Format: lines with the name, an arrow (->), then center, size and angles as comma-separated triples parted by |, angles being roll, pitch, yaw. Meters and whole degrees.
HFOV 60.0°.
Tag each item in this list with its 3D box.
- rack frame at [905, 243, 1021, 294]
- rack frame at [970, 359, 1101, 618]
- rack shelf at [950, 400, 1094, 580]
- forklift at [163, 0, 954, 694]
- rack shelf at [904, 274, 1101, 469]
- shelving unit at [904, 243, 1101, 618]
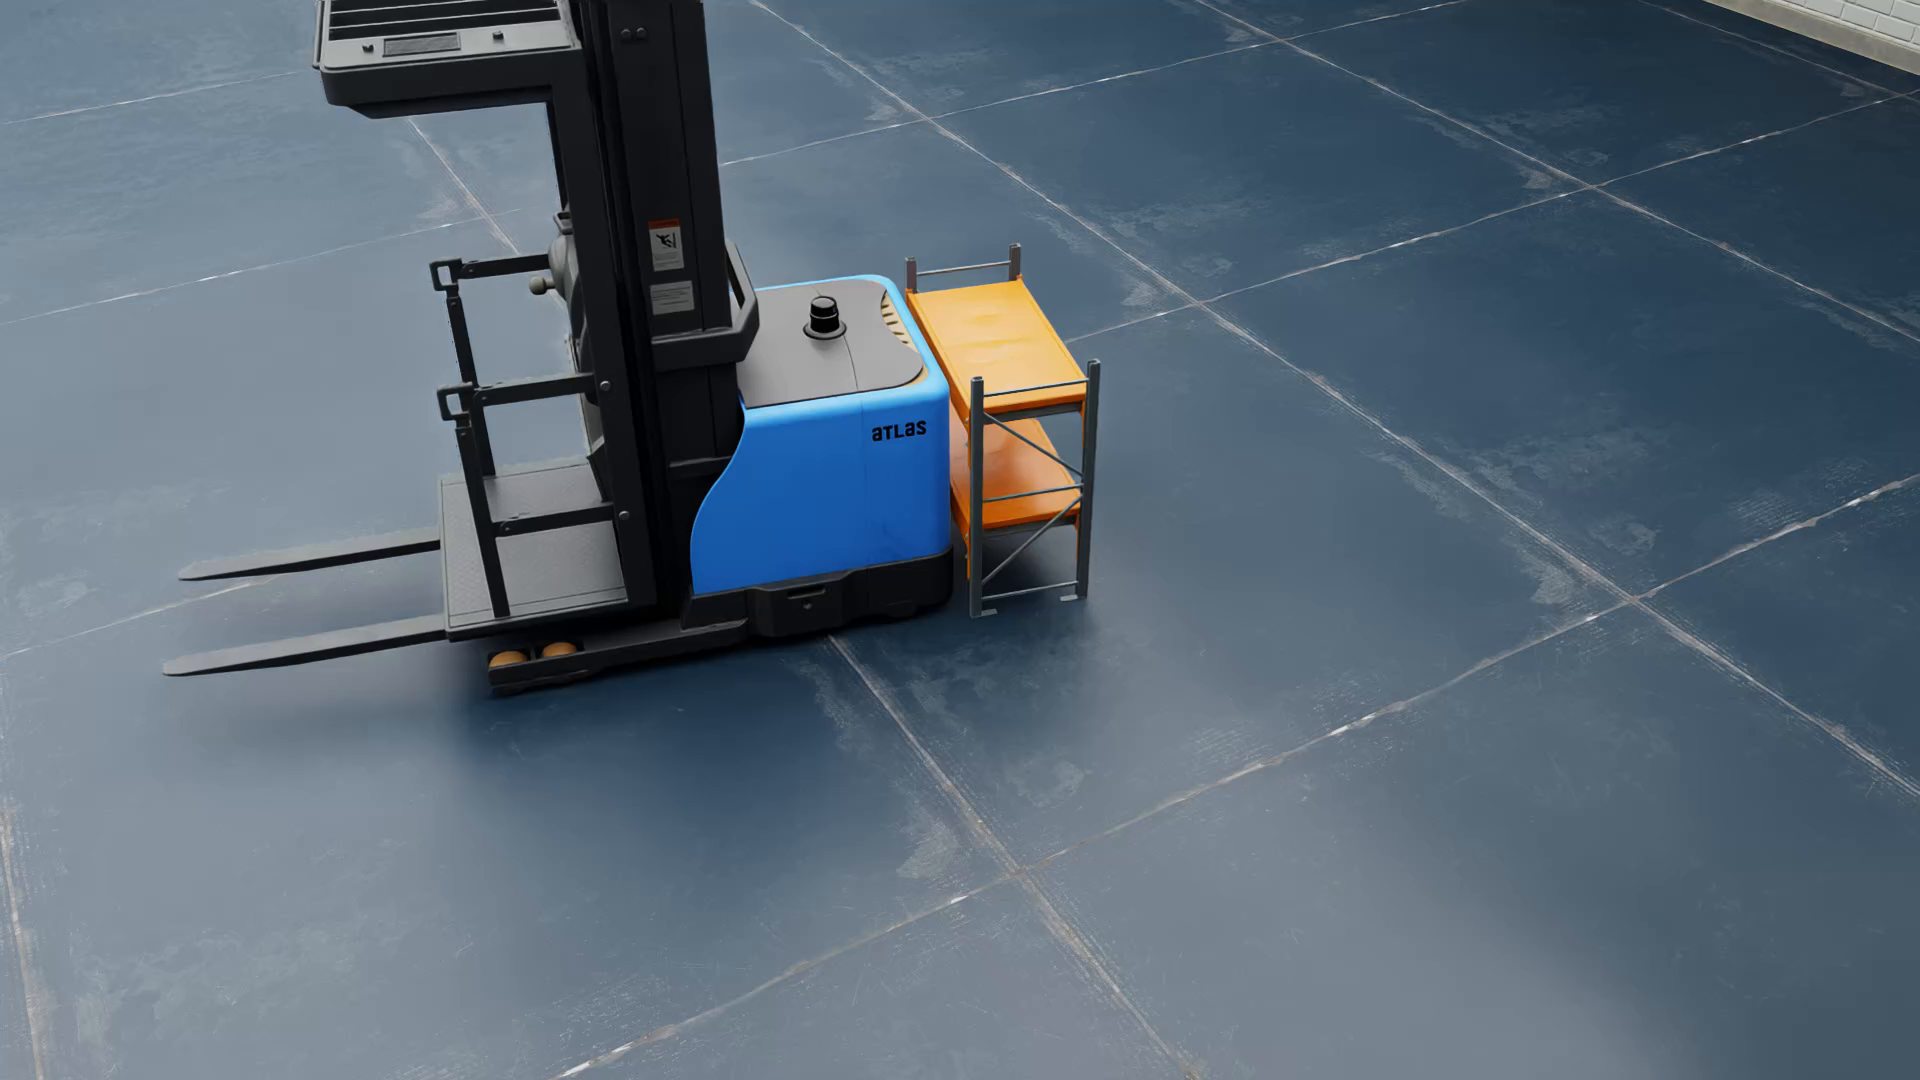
rack frame -> 0.014, -0.759, 7.336 | 0.500, 1.125, 0.032 | -9, 37, -12
rack frame -> 0.285, -0.181, 6.544 | 0.500, 1.125, 0.032 | -9, 37, -12
rack shelf -> 0.149, -0.273, 7.084 | 0.538, 0.278, 1.000 | -9, 37, -12
forklift -> -1.601, -0.936, 6.046 | 3.031, 2.935, 1.130 | -9, 37, -13
rack shelf -> 0.149, -0.706, 6.767 | 0.538, 0.278, 1.000 | -9, 37, -12
shelving unit -> 0.149, -0.470, 6.940 | 0.538, 1.125, 1.048 | -9, 37, -12
